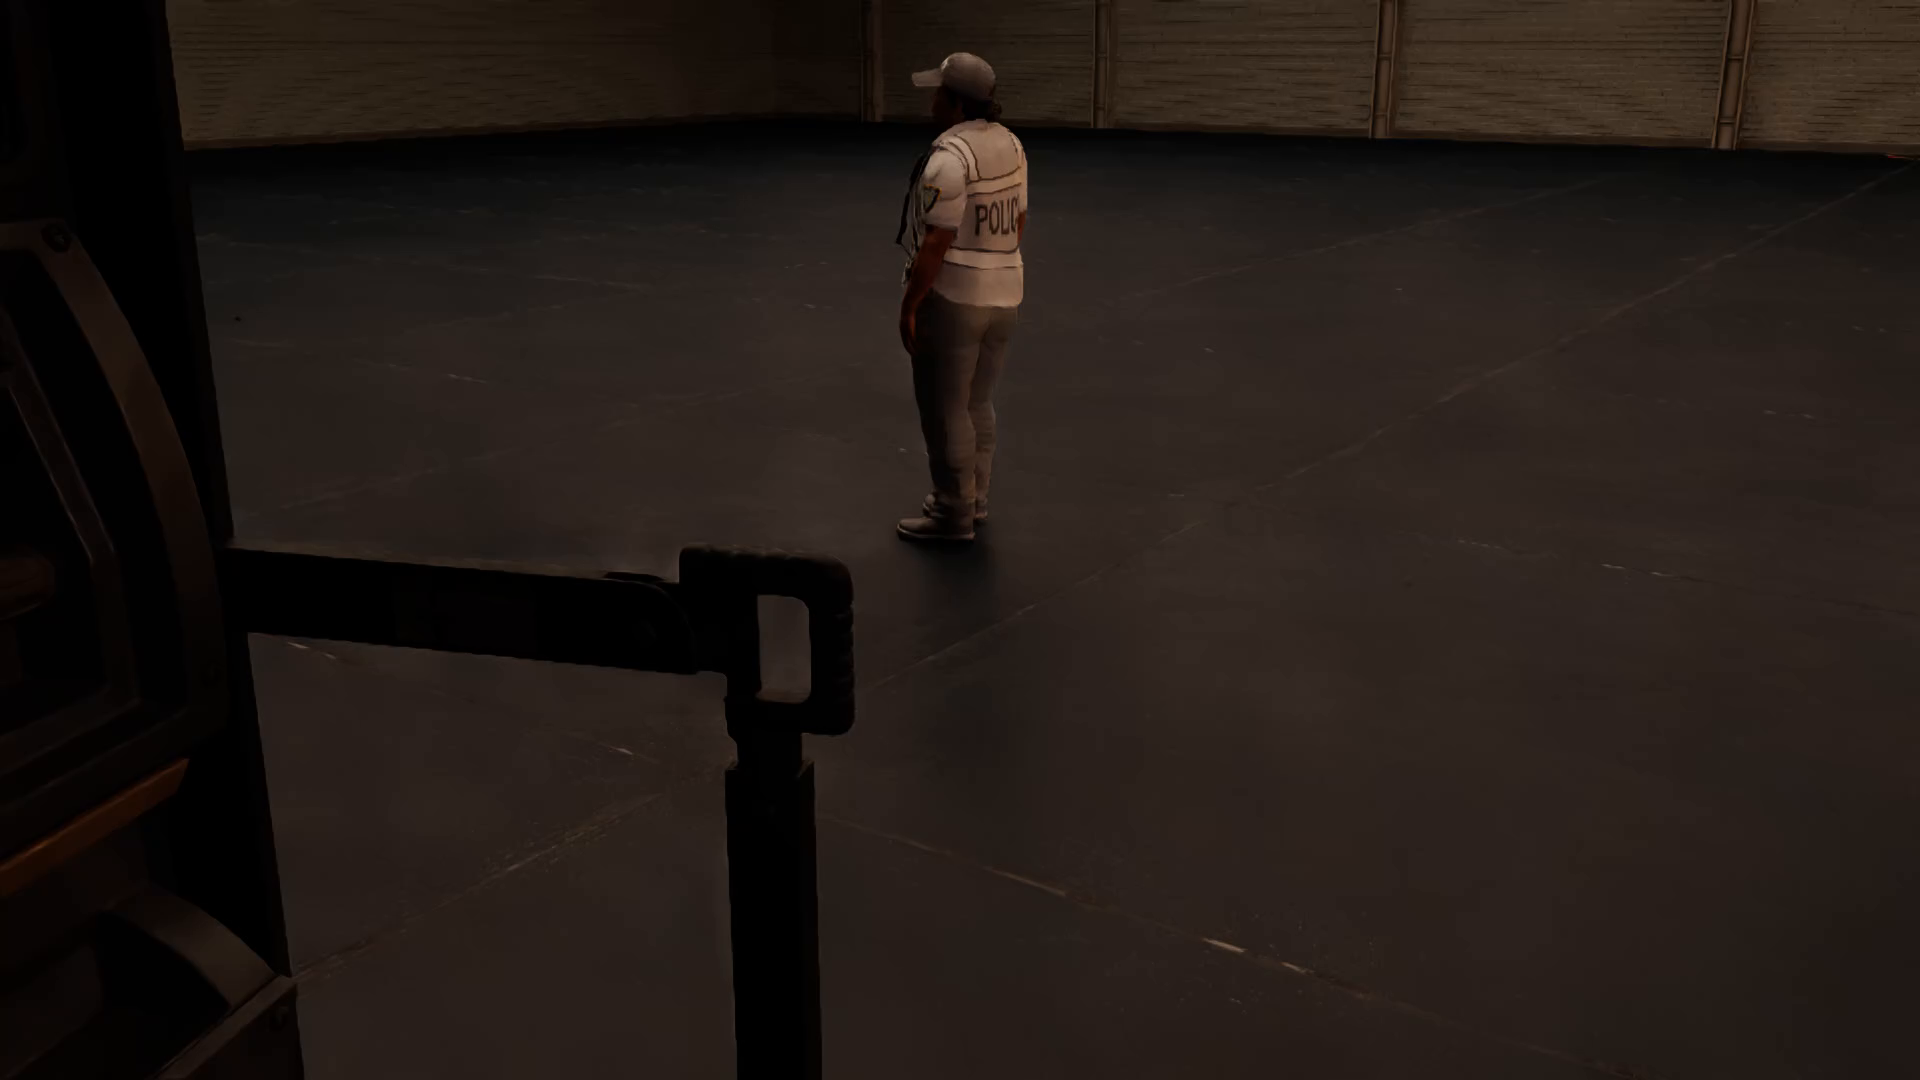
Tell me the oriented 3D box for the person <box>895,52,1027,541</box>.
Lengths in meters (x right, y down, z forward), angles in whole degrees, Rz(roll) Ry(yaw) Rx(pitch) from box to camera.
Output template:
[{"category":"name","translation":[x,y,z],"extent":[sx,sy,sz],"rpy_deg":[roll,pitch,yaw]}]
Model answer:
[{"category":"person","translation":[-0.050,-0.823,5.767],"extent":[0.529,1.669,0.598],"rpy_deg":[11,20,33]}]
